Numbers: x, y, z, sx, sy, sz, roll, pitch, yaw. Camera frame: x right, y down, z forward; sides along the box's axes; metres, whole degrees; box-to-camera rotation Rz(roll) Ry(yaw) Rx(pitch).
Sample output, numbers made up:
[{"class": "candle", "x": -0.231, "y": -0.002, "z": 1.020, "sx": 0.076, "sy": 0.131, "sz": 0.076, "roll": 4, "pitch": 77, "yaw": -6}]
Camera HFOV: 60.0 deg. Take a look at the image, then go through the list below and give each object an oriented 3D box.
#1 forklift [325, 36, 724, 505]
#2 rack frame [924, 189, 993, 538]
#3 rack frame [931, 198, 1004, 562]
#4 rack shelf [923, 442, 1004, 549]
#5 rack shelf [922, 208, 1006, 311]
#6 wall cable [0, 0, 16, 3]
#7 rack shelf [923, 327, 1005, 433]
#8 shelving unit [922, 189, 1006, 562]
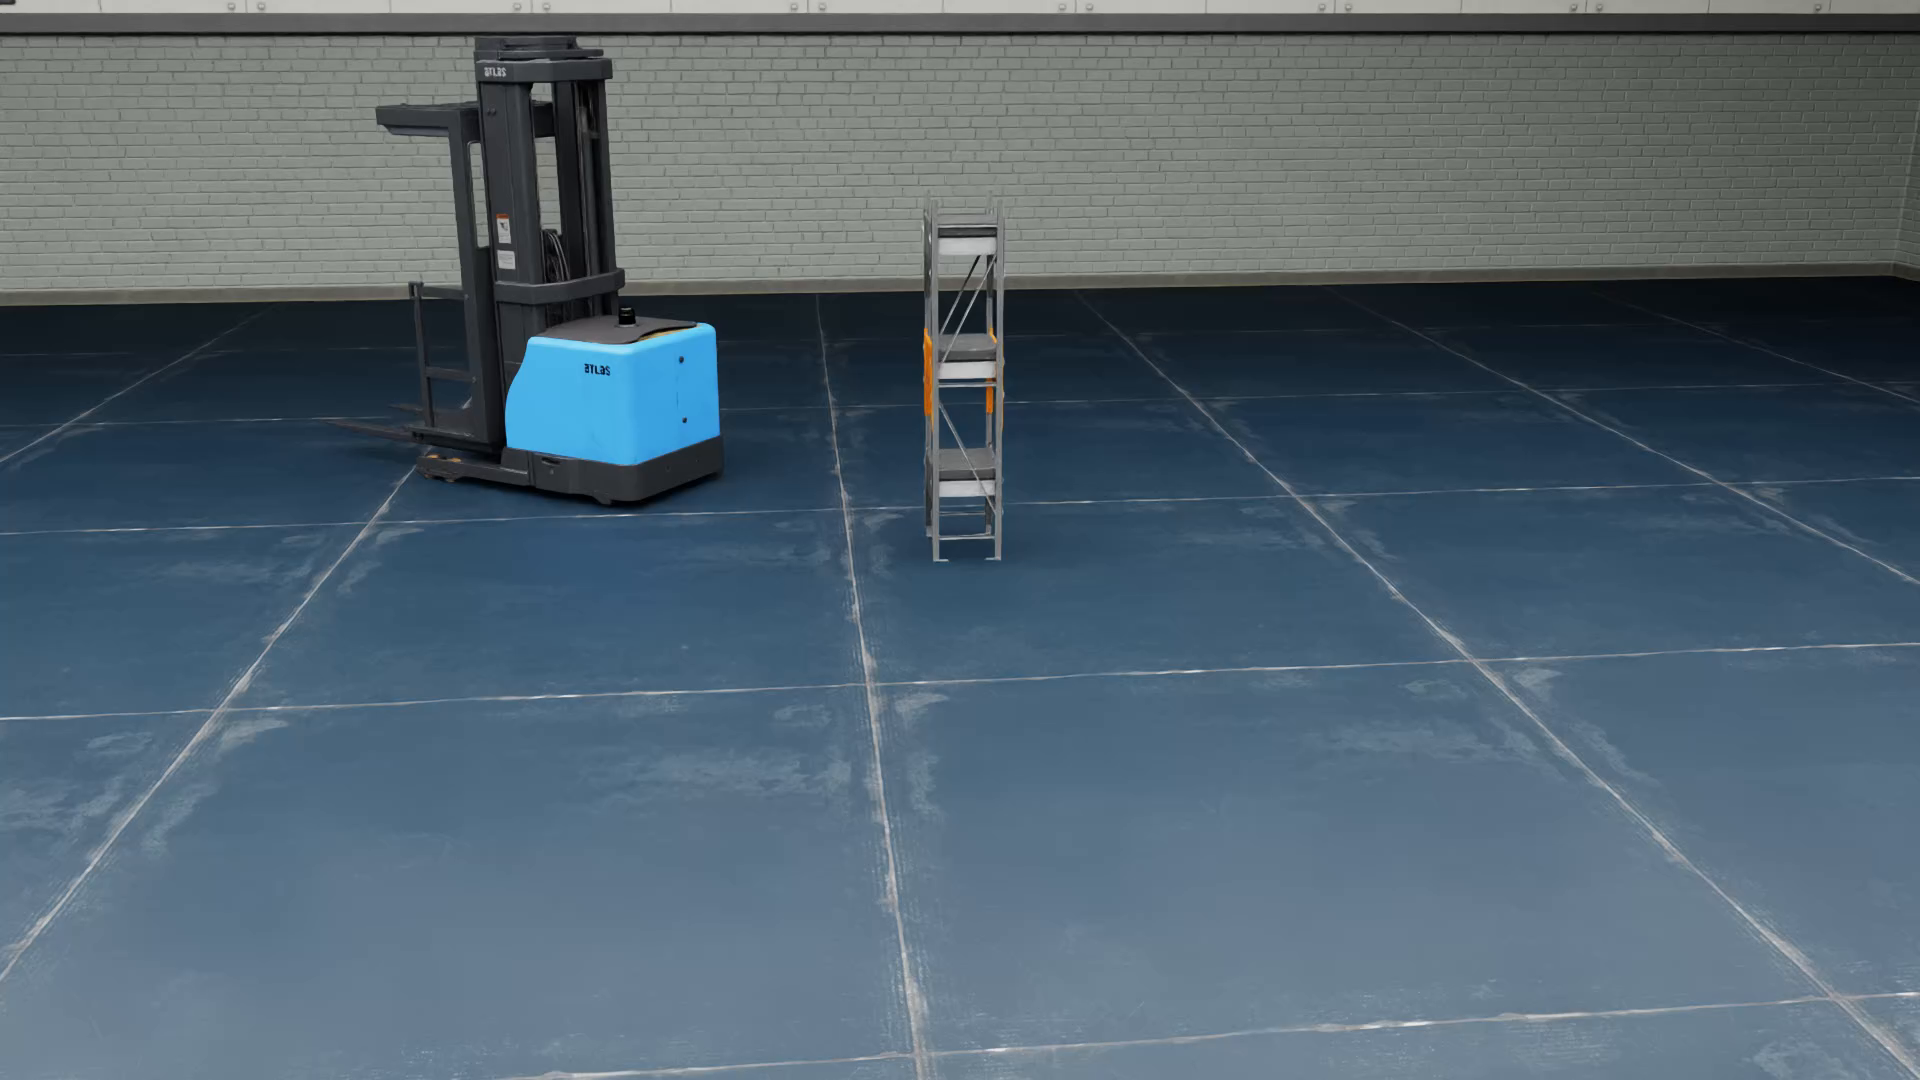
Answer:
[{"class": "forklift", "x": -3.178, "y": -1.924, "z": 11.412, "sx": 3.031, "sy": 2.935, "sz": 1.130, "roll": 9, "pitch": 20, "yaw": 27}, {"class": "rack frame", "x": -0.008, "y": -1.025, "z": 9.937, "sx": 0.400, "sy": 2.100, "sz": 0.015, "roll": -2, "pitch": 18, "yaw": -6}, {"class": "rack frame", "x": 0.042, "y": -0.880, "z": 9.474, "sx": 0.400, "sy": 2.100, "sz": 0.015, "roll": -2, "pitch": 18, "yaw": -6}, {"class": "rack shelf", "x": 0.017, "y": -0.272, "z": 9.919, "sx": 0.431, "sy": 0.518, "sz": 0.480, "roll": -2, "pitch": 18, "yaw": -6}, {"class": "rack shelf", "x": 0.017, "y": -1.607, "z": 9.500, "sx": 0.431, "sy": 0.518, "sz": 0.480, "roll": -2, "pitch": 18, "yaw": -6}, {"class": "wall cable", "x": -9.132, "y": -8.546, "z": 16.697, "sx": 2.305, "sy": 6.003, "sz": 0.169, "roll": -2, "pitch": 18, "yaw": -6}, {"class": "rack shelf", "x": 0.017, "y": -0.939, "z": 9.710, "sx": 0.431, "sy": 0.518, "sz": 0.480, "roll": -2, "pitch": 18, "yaw": -6}, {"class": "shelving unit", "x": 0.017, "y": -0.952, "z": 9.705, "sx": 0.431, "sy": 2.100, "sz": 0.503, "roll": -2, "pitch": 18, "yaw": -6}]
